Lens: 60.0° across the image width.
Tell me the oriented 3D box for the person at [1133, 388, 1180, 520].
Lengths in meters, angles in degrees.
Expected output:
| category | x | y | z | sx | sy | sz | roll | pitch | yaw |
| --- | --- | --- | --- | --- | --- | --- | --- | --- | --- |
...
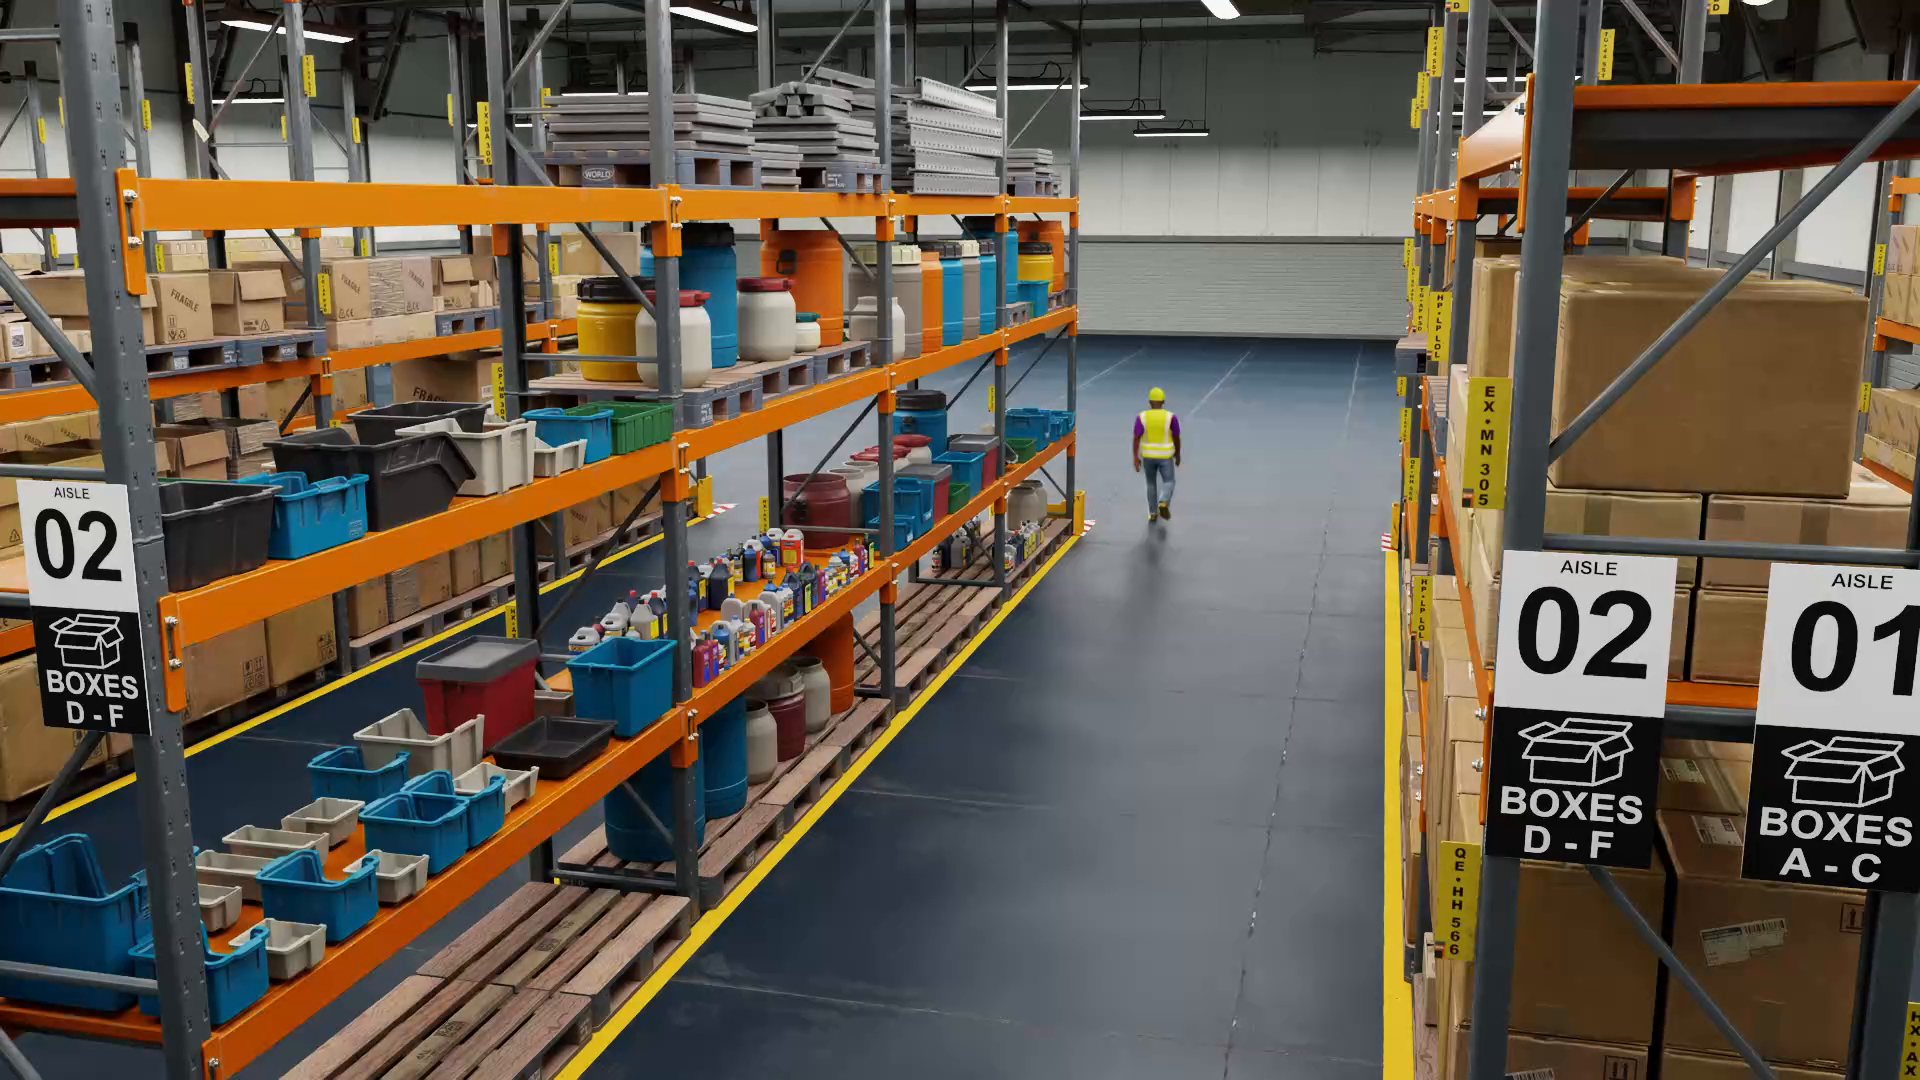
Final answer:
| category | x | y | z | sx | sy | sz | roll | pitch | yaw |
| --- | --- | --- | --- | --- | --- | --- | --- | --- | --- |
| person | 2.518 | -1.085 | 21.261 | 0.585 | 1.736 | 0.796 | 3 | 12 | 15 |
